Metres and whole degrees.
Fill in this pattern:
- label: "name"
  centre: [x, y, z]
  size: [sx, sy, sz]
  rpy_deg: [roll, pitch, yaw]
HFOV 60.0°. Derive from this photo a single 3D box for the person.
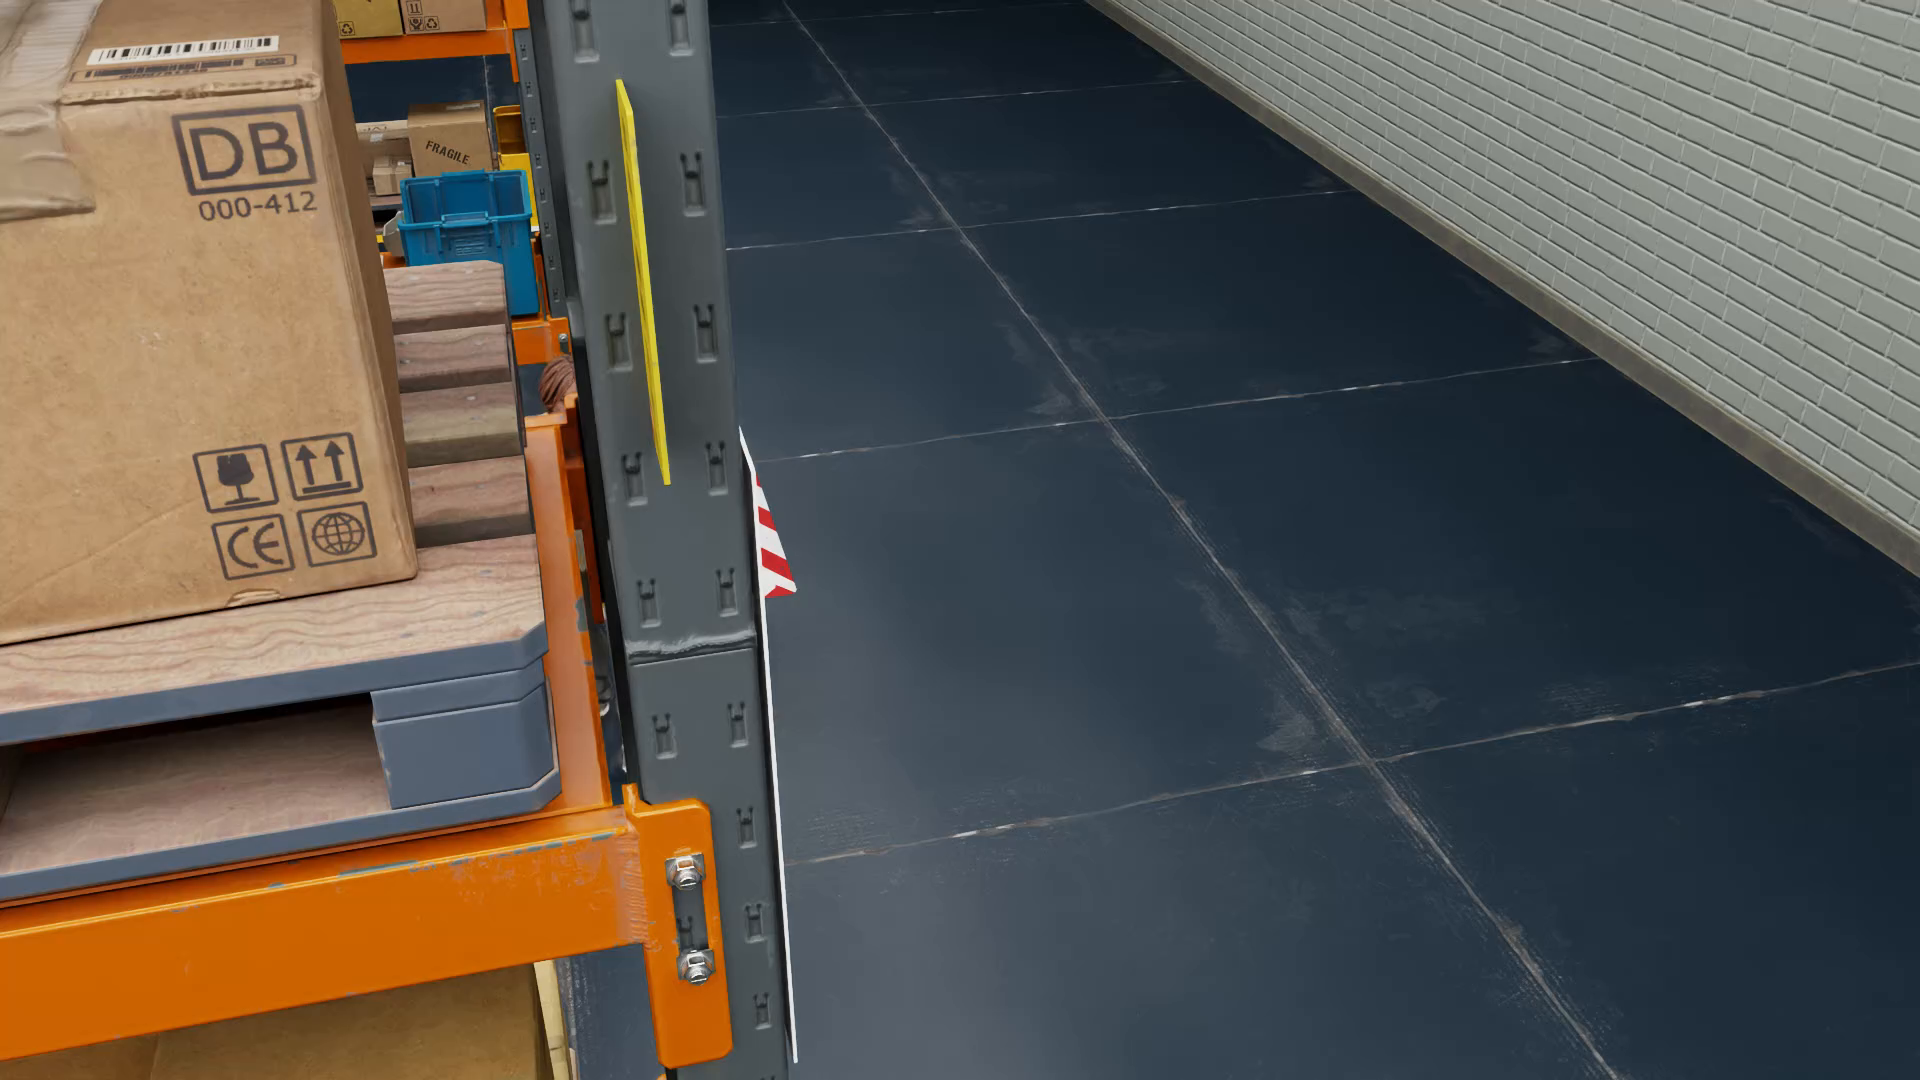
- label: "person"
  centre: [-1.321, 0.090, 5.945]
  size: [0.496, 1.595, 0.475]
  rpy_deg: [1, 31, 3]
